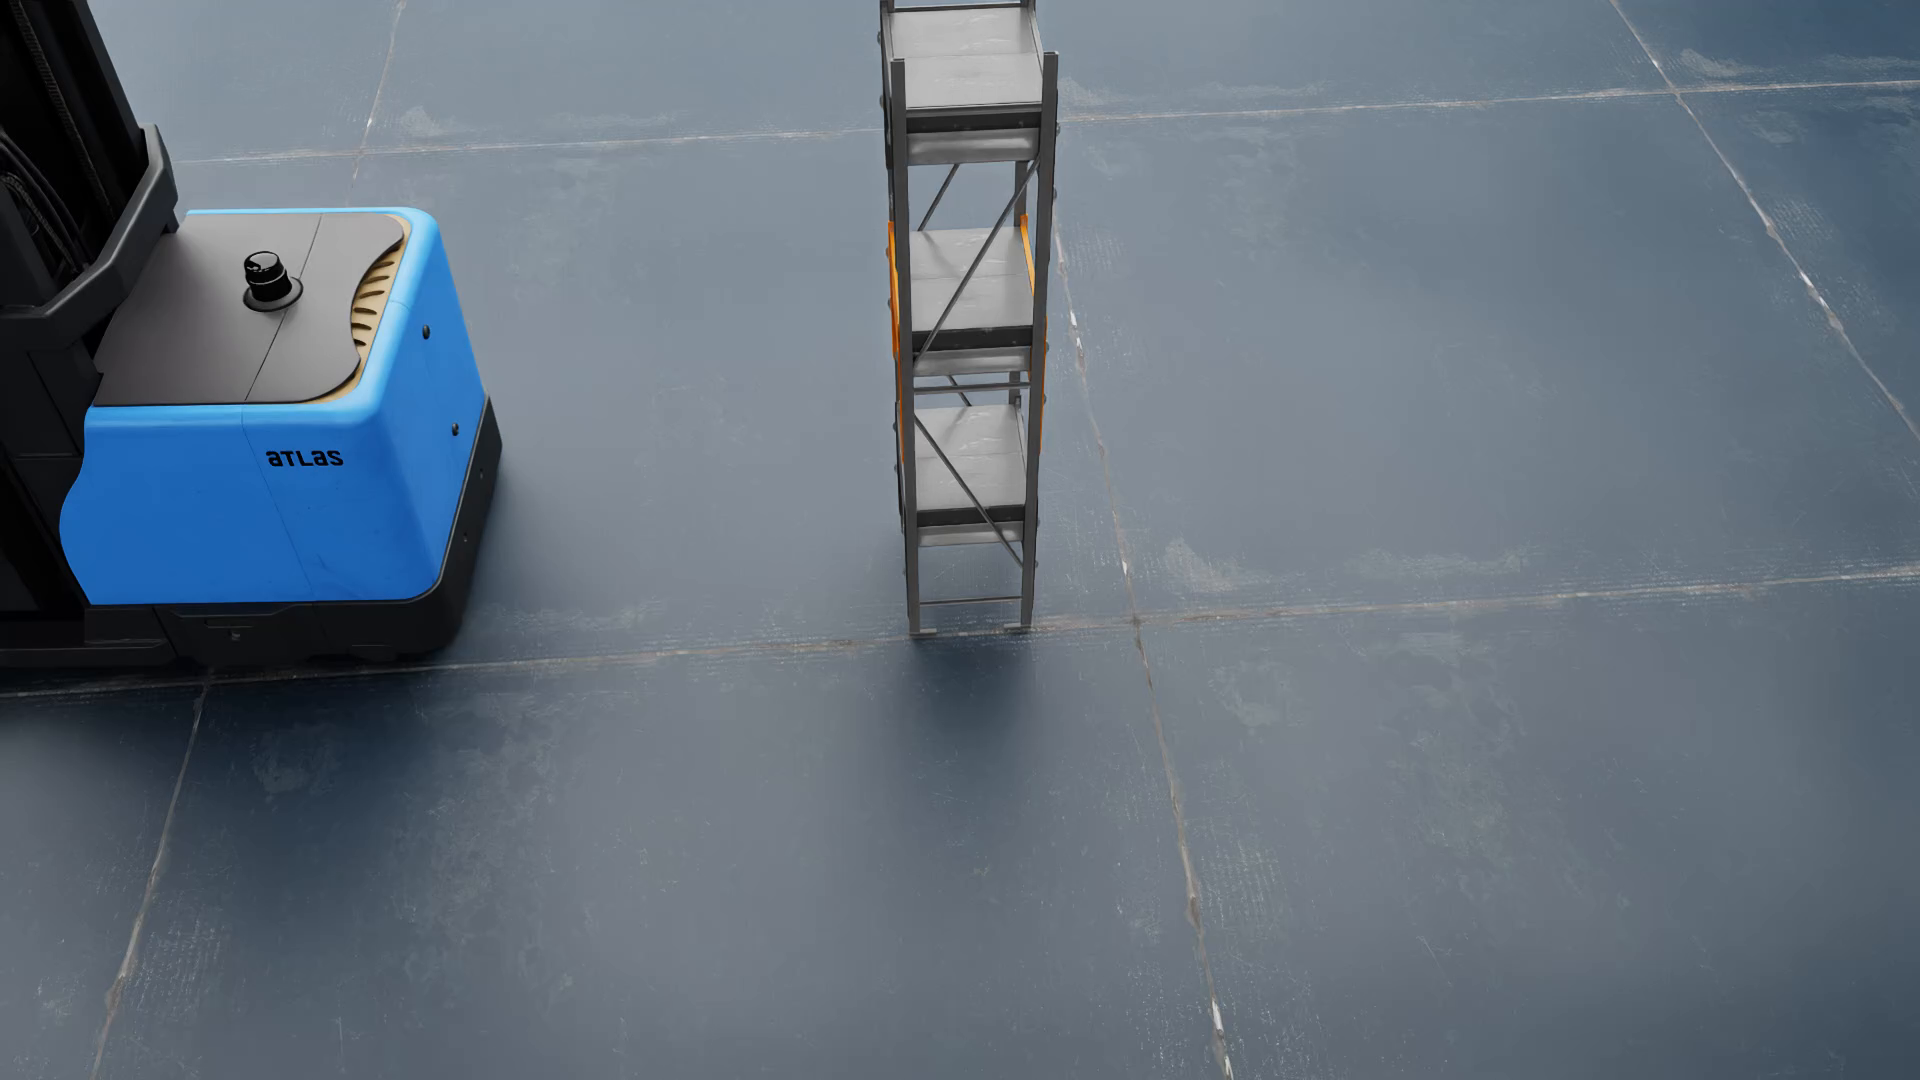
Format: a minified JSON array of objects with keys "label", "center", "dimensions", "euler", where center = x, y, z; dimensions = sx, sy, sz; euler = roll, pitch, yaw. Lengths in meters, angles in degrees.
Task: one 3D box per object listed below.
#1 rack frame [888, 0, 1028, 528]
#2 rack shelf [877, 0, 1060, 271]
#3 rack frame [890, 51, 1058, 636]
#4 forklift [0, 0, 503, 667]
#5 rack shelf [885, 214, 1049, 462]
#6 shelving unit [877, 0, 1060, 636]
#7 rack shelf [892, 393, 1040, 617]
[{"label":"rack frame","center":[-0.007,-0.779,5.041],"dimensions":[0.400,2.100,0.015],"euler":[-3,47,-3]},{"label":"rack shelf","center":[0.014,-1.074,4.376],"dimensions":[0.431,0.518,0.480],"euler":[-3,47,-3]},{"label":"rack frame","center":[0.034,-0.426,4.707],"dimensions":[0.400,2.100,0.015],"euler":[-3,47,-3]},{"label":"forklift","center":[-3.146,-0.958,4.639],"dimensions":[3.031,2.935,1.130],"euler":[-1,47,-1]},{"label":"rack shelf","center":[0.014,-0.593,4.884],"dimensions":[0.431,0.518,0.480],"euler":[-3,47,-3]},{"label":"shelving unit","center":[0.014,-0.602,4.874],"dimensions":[0.431,2.100,0.503],"euler":[-3,47,-3]},{"label":"rack shelf","center":[0.014,-0.112,5.392],"dimensions":[0.431,0.518,0.480],"euler":[-3,47,-3]}]
